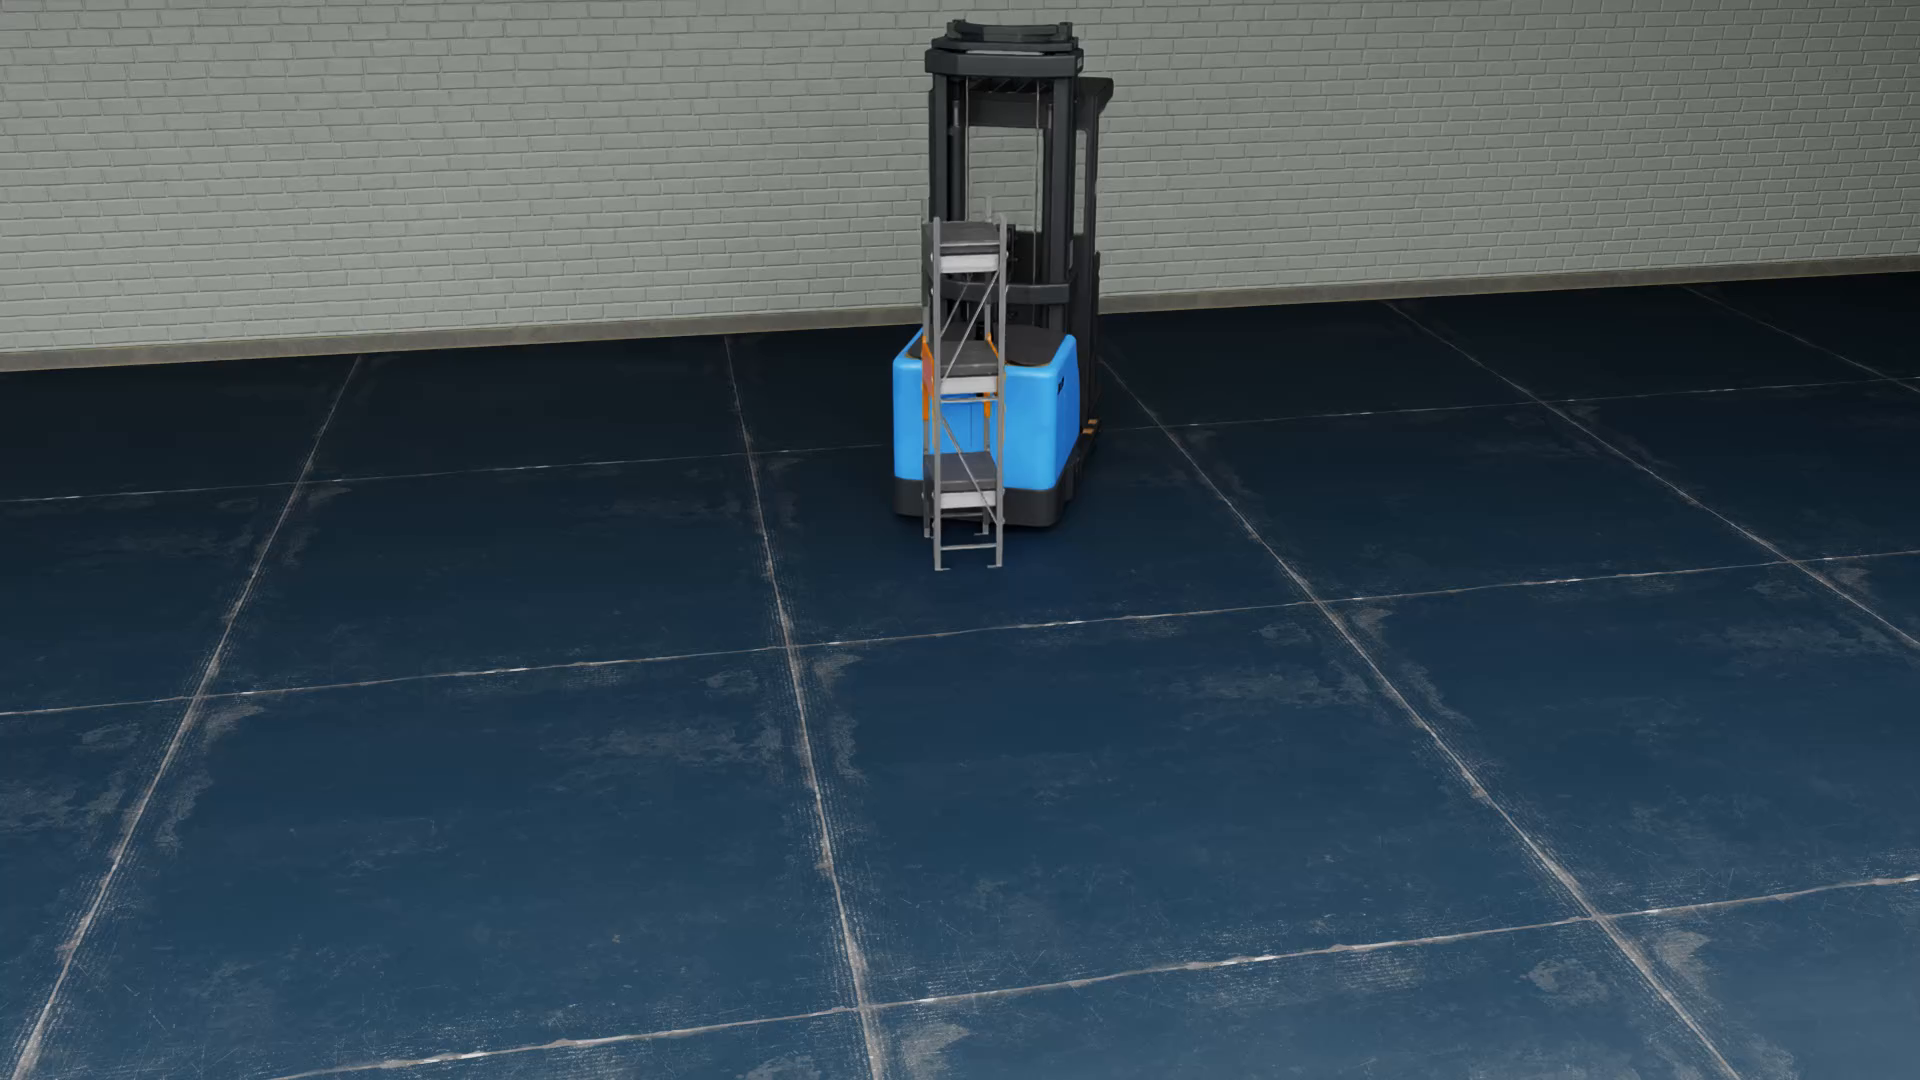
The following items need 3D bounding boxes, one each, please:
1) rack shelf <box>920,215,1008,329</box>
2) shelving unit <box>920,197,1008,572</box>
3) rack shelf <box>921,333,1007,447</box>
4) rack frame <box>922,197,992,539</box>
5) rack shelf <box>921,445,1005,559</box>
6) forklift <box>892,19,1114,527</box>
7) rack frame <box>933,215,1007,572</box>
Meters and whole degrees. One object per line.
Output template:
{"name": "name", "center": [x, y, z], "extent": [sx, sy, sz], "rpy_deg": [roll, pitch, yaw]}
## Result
{"name": "rack shelf", "center": [0.017, -1.516, 9.381], "extent": [0.431, 0.518, 0.480], "rpy_deg": [-3, 24, -8]}
{"name": "shelving unit", "center": [0.016, -0.887, 9.656], "extent": [0.431, 2.100, 0.503], "rpy_deg": [-3, 24, -8]}
{"name": "rack shelf", "center": [0.016, -0.874, 9.661], "extent": [0.431, 0.518, 0.480], "rpy_deg": [-3, 24, -8]}
{"name": "rack frame", "center": [-0.021, -0.983, 9.877], "extent": [0.400, 2.100, 0.015], "rpy_deg": [-3, 24, -8]}
{"name": "rack shelf", "center": [0.014, -0.233, 9.941], "extent": [0.431, 0.518, 0.480], "rpy_deg": [-3, 24, -8]}
{"name": "forklift", "center": [0.394, -1.987, 11.137], "extent": [1.130, 2.935, 3.031], "rpy_deg": [5, 24, 11]}
{"name": "rack frame", "center": [0.052, -0.790, 9.435], "extent": [0.400, 2.100, 0.015], "rpy_deg": [-3, 24, -8]}
